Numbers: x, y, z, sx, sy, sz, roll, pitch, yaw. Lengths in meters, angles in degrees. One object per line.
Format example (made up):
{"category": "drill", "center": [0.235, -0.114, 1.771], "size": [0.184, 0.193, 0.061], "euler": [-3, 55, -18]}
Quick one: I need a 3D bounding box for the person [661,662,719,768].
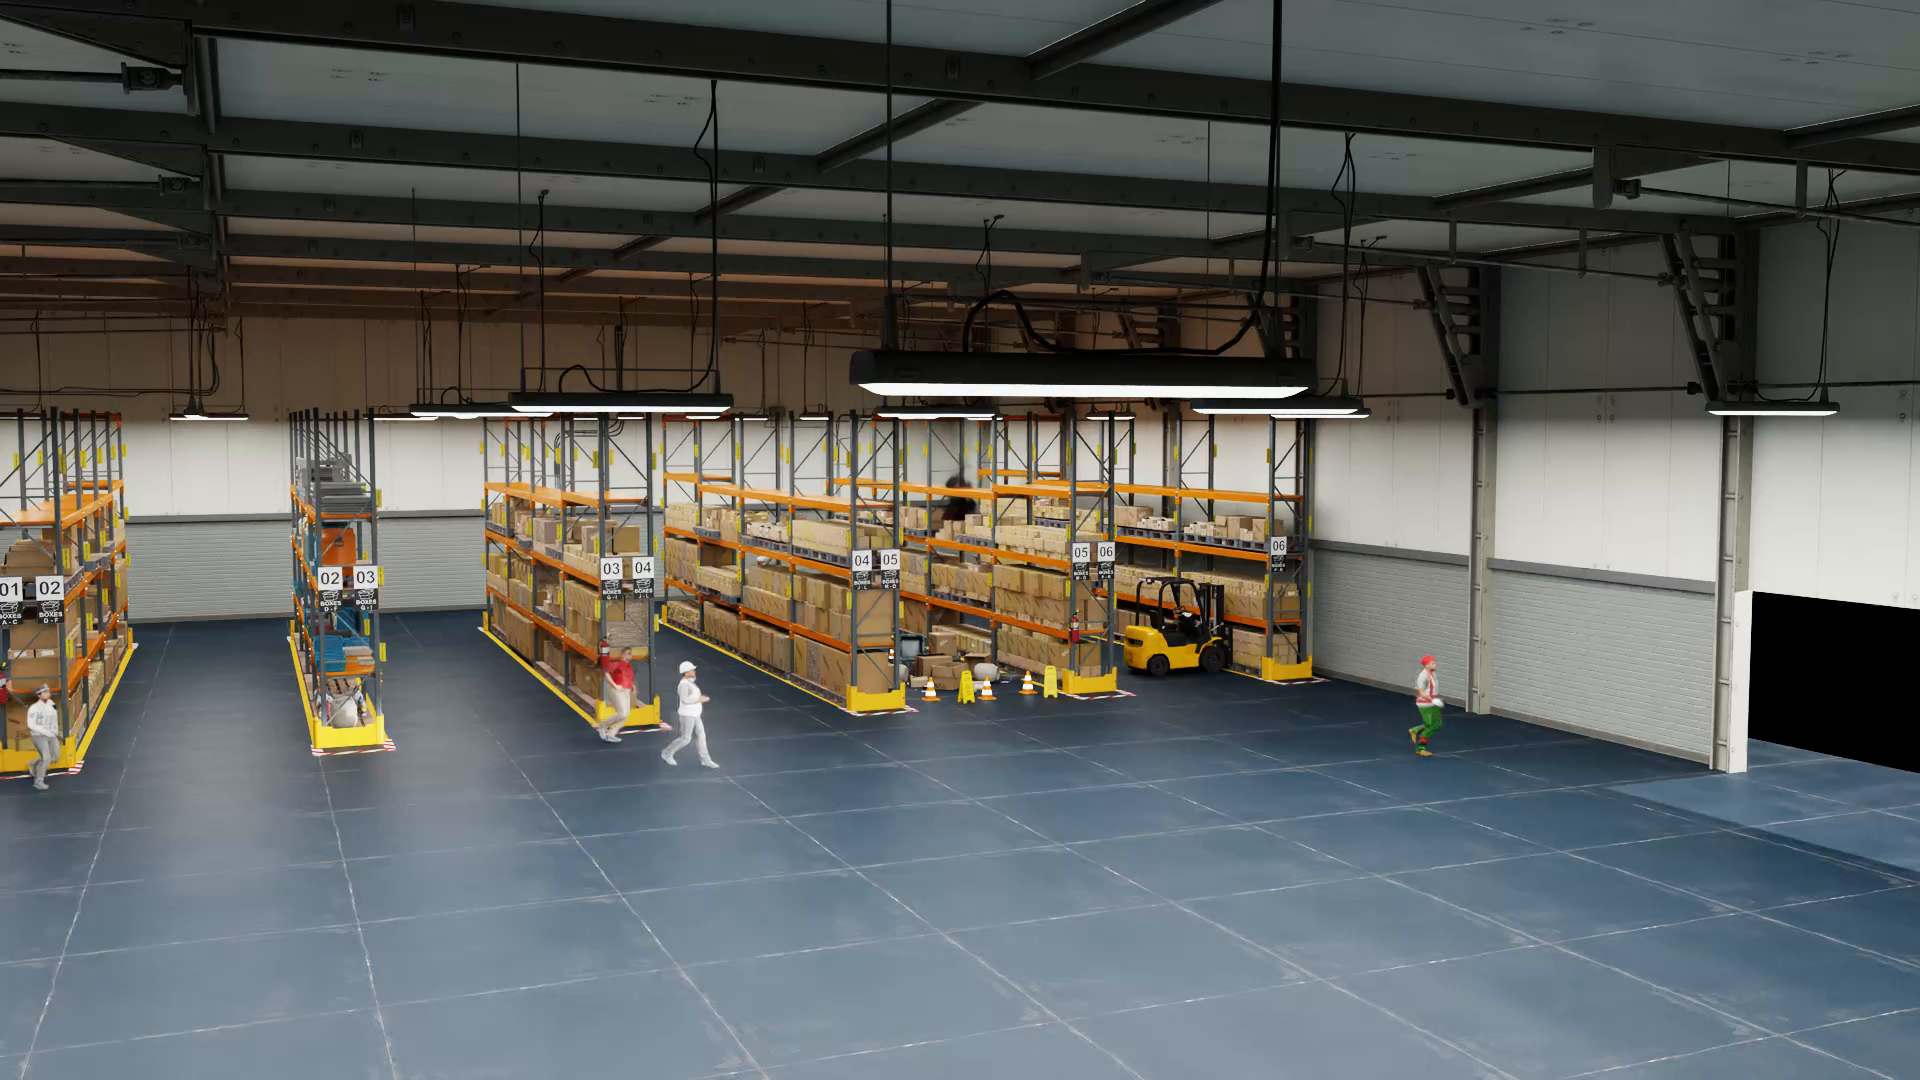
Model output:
{"category": "person", "center": [-4.467, 2.889, 27.439], "size": [0.950, 1.776, 0.657], "euler": [0, 4, 5]}

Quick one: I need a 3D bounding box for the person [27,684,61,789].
{"category": "person", "center": [-14.412, 3.074, 26.167], "size": [0.622, 1.662, 0.645], "euler": [1, 4, 15]}

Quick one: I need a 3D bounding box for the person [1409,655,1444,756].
{"category": "person", "center": [8.056, 2.847, 28.646], "size": [0.668, 1.741, 0.677], "euler": [3, 5, 34]}

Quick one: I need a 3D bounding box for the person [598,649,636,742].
{"category": "person", "center": [-6.149, 2.796, 30.087], "size": [0.596, 1.639, 0.735], "euler": [2, 4, 21]}

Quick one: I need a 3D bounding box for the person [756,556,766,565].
{"category": "person", "center": [-5.715, 1.344, 50.603], "size": [1.050, 1.738, 0.700], "euler": [-2, 4, -27]}
